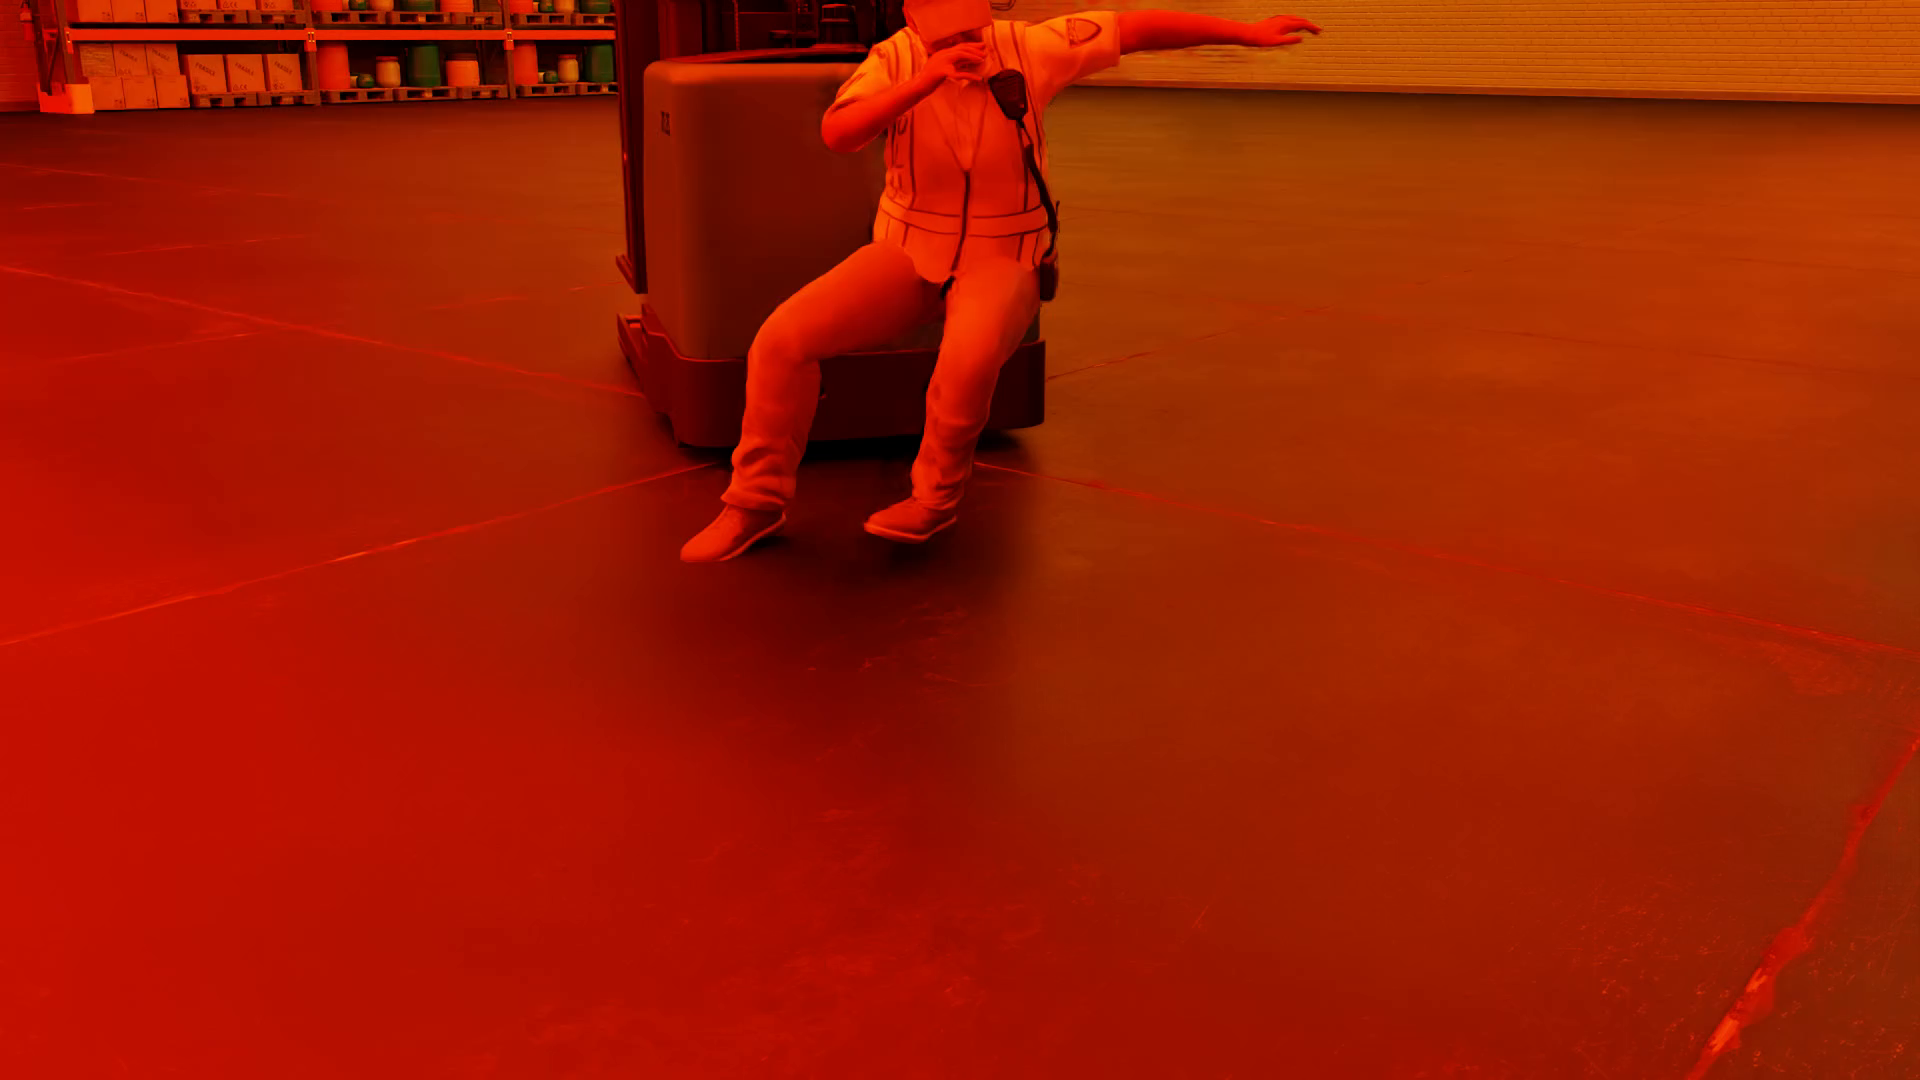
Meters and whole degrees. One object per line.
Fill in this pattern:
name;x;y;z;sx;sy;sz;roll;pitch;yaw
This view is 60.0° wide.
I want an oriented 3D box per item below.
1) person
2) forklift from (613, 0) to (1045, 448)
person;0.082;-0.633;3.762;1.418;1.361;0.721;2;17;5
forklift;-0.643;-2.042;5.622;1.130;2.935;3.031;-5;17;-15
